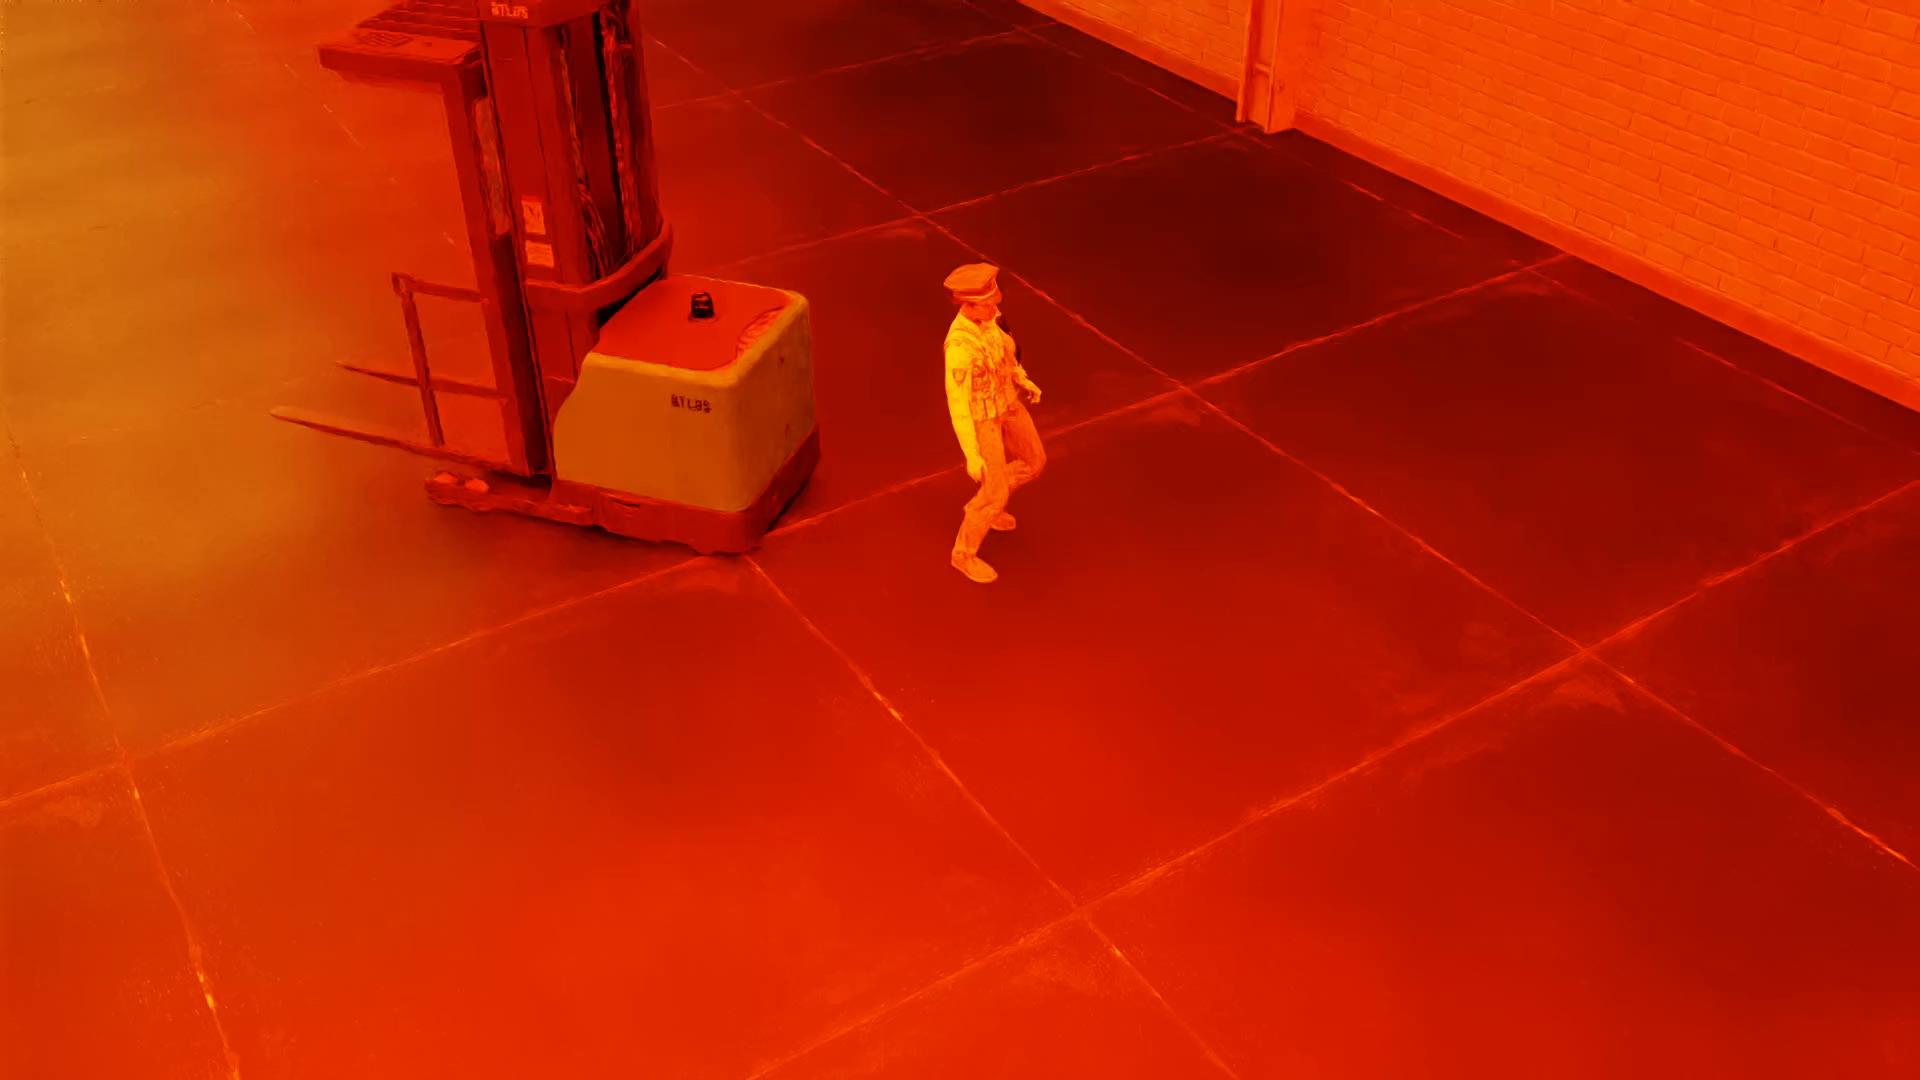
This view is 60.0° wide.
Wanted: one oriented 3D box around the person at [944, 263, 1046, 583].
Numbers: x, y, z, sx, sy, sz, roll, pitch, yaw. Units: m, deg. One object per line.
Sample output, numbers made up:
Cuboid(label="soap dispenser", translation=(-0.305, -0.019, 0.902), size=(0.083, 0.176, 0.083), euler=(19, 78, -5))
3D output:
Cuboid(label="person", translation=(0.140, -0.605, 8.182), size=(0.429, 1.578, 0.740), euler=(16, 38, 22))

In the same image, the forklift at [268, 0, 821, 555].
Cuboid(label="forklift", translation=(-2.345, -1.628, 8.465), size=(3.031, 2.935, 1.130), euler=(11, 37, 16))
